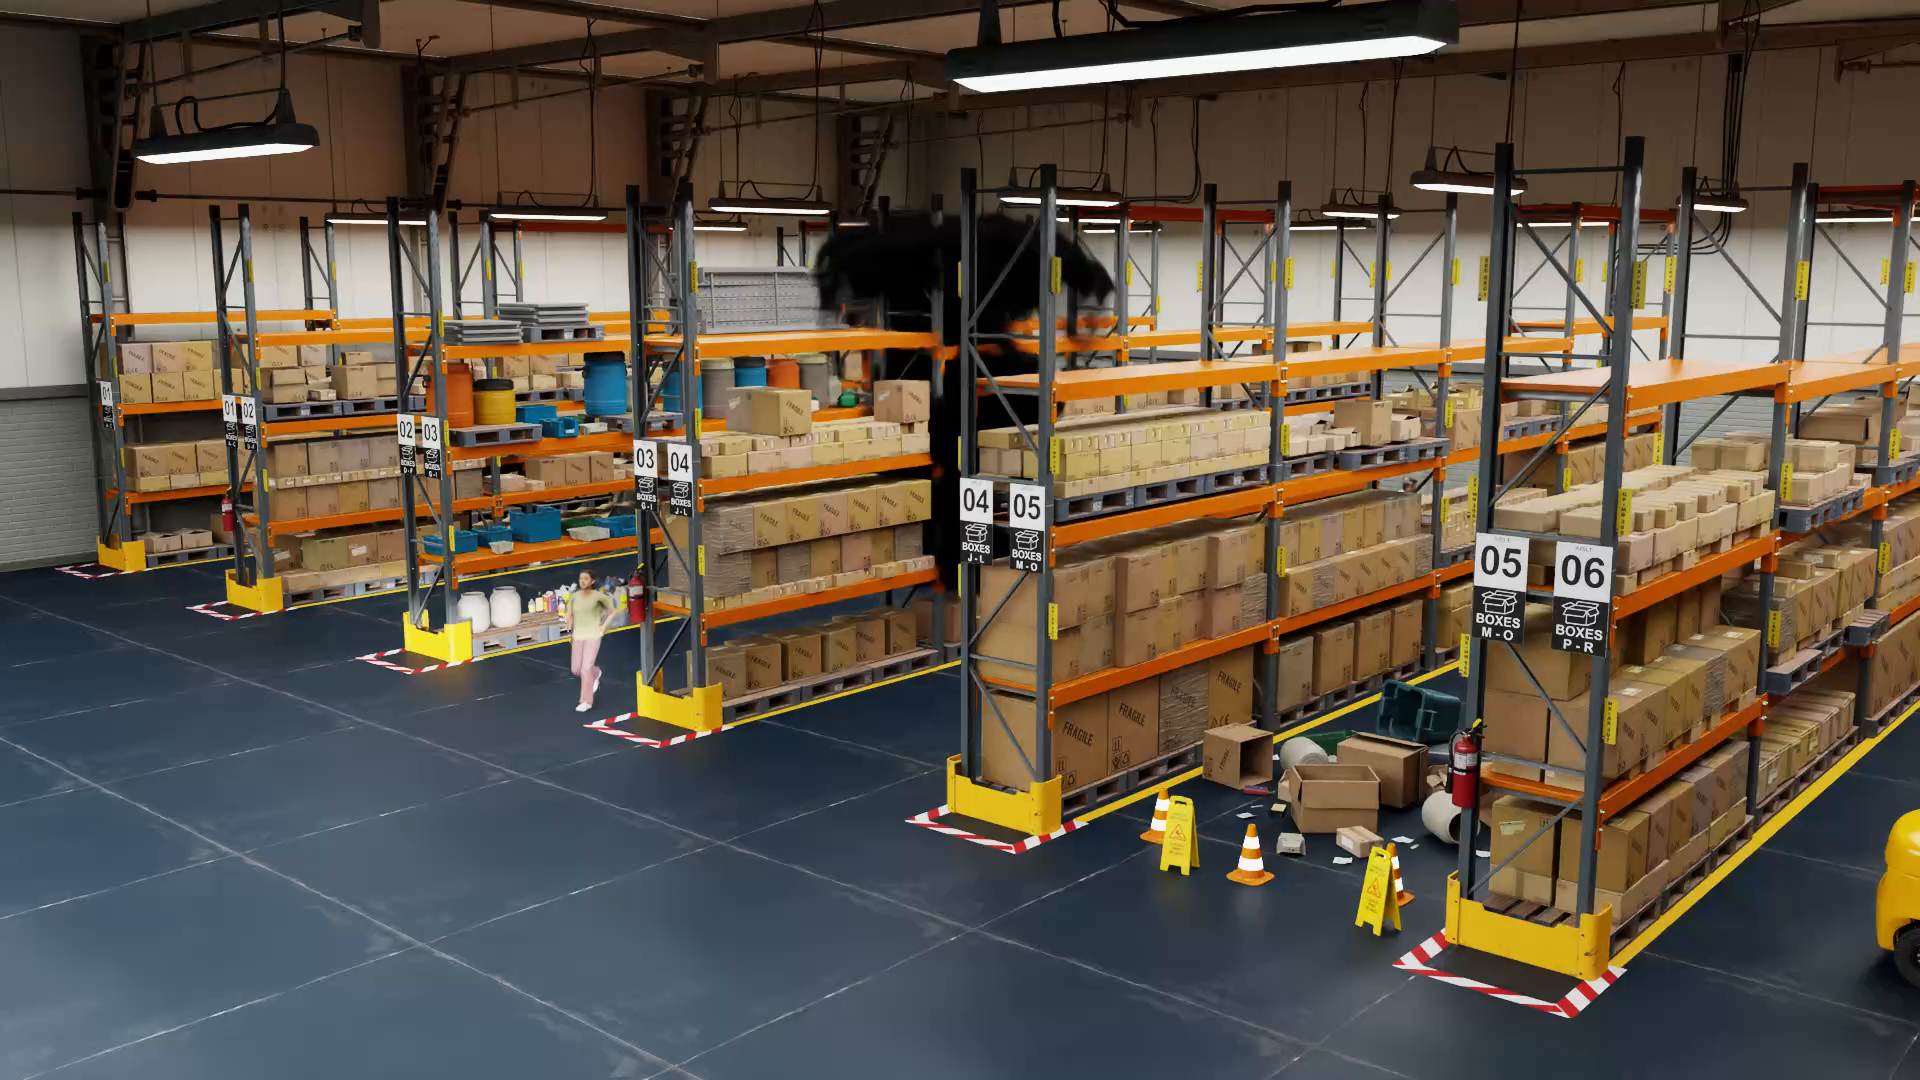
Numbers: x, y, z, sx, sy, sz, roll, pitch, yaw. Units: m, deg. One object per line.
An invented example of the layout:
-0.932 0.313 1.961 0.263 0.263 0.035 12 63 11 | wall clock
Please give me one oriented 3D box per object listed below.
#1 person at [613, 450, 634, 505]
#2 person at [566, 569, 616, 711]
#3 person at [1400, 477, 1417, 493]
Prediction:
-6.553 -0.977 32.444 0.531 1.557 0.539 6 11 33 | person
-4.340 1.142 19.491 0.587 1.630 0.774 2 10 11 | person
7.380 -0.196 27.369 0.693 1.747 0.724 7 12 37 | person
